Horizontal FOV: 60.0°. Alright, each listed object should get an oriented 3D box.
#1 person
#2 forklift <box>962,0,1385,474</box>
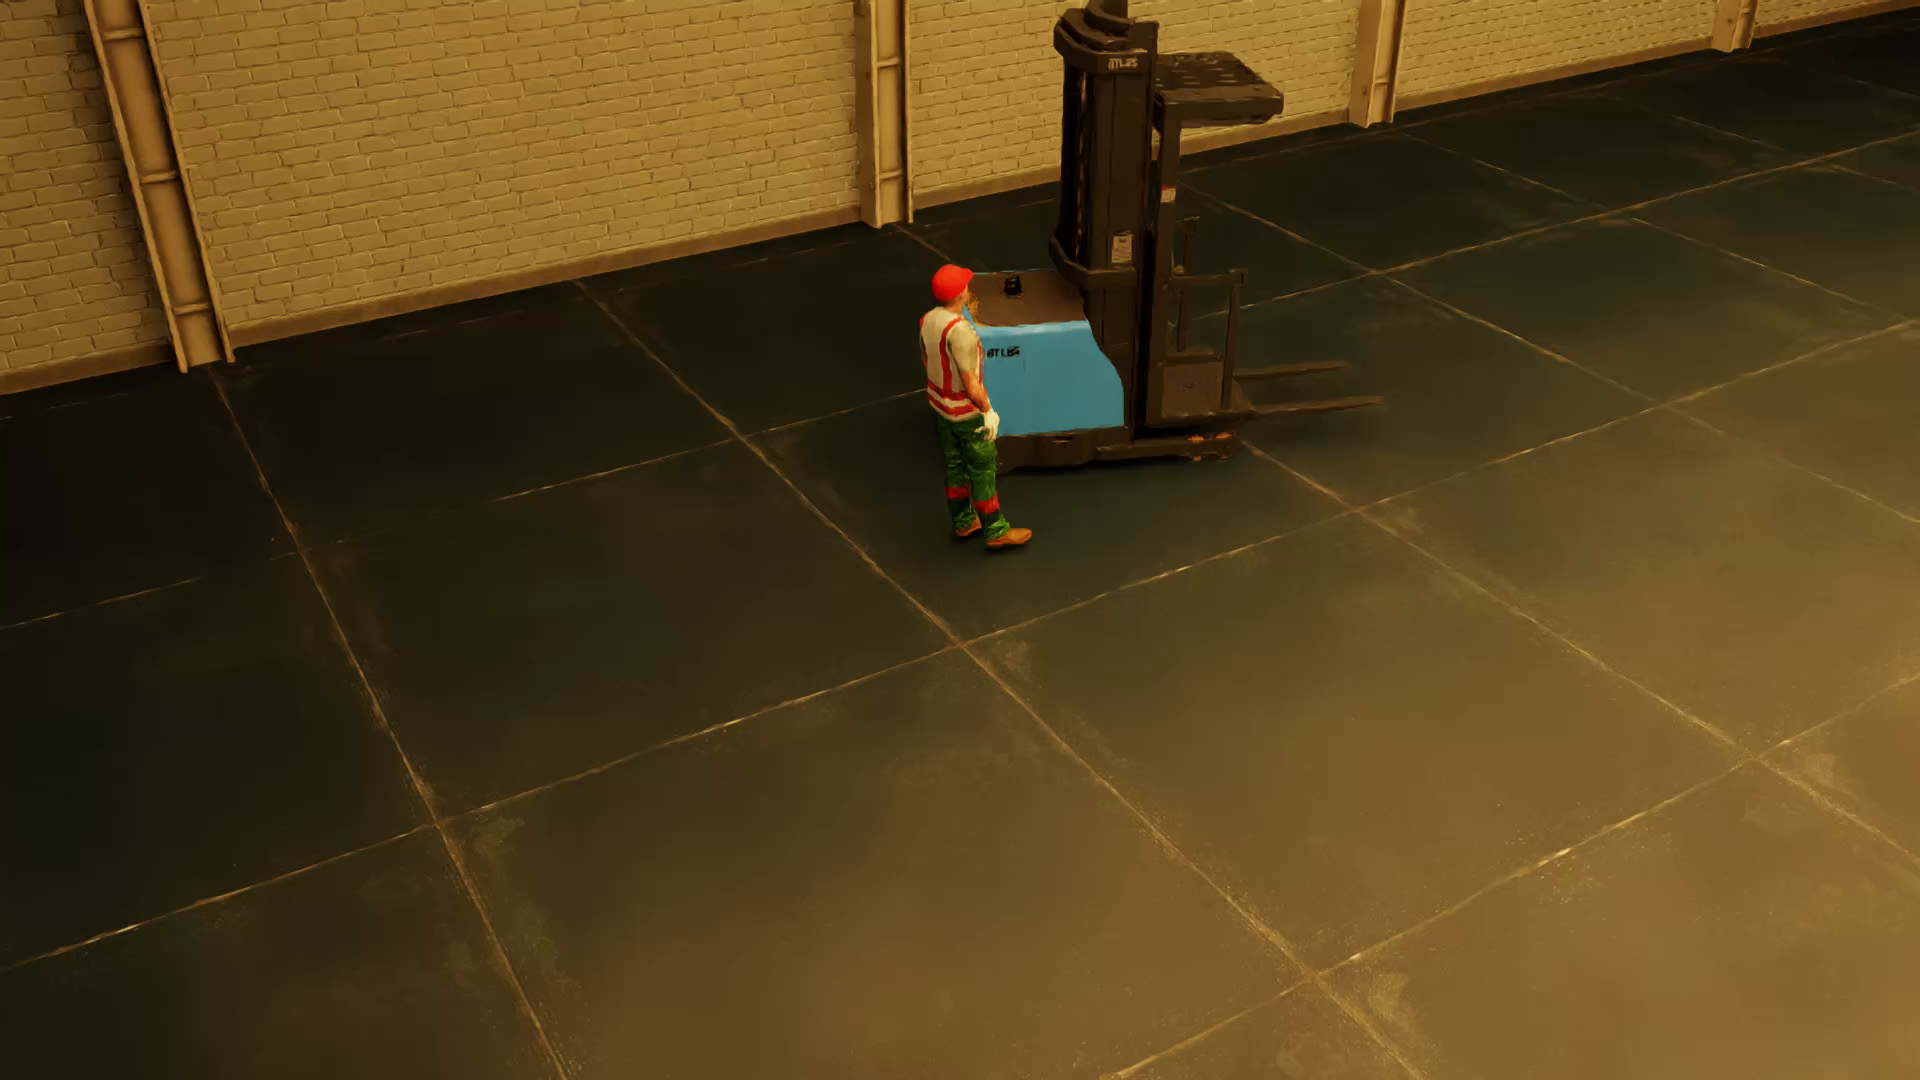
[{"bbox_3d":[0.074,-0.827,10.050,0.556,1.787,0.635,-17,35,-26],"label":"person"},{"bbox_3d":[1.446,-2.067,11.098,3.031,2.935,1.130,-6,31,-9],"label":"forklift"}]
